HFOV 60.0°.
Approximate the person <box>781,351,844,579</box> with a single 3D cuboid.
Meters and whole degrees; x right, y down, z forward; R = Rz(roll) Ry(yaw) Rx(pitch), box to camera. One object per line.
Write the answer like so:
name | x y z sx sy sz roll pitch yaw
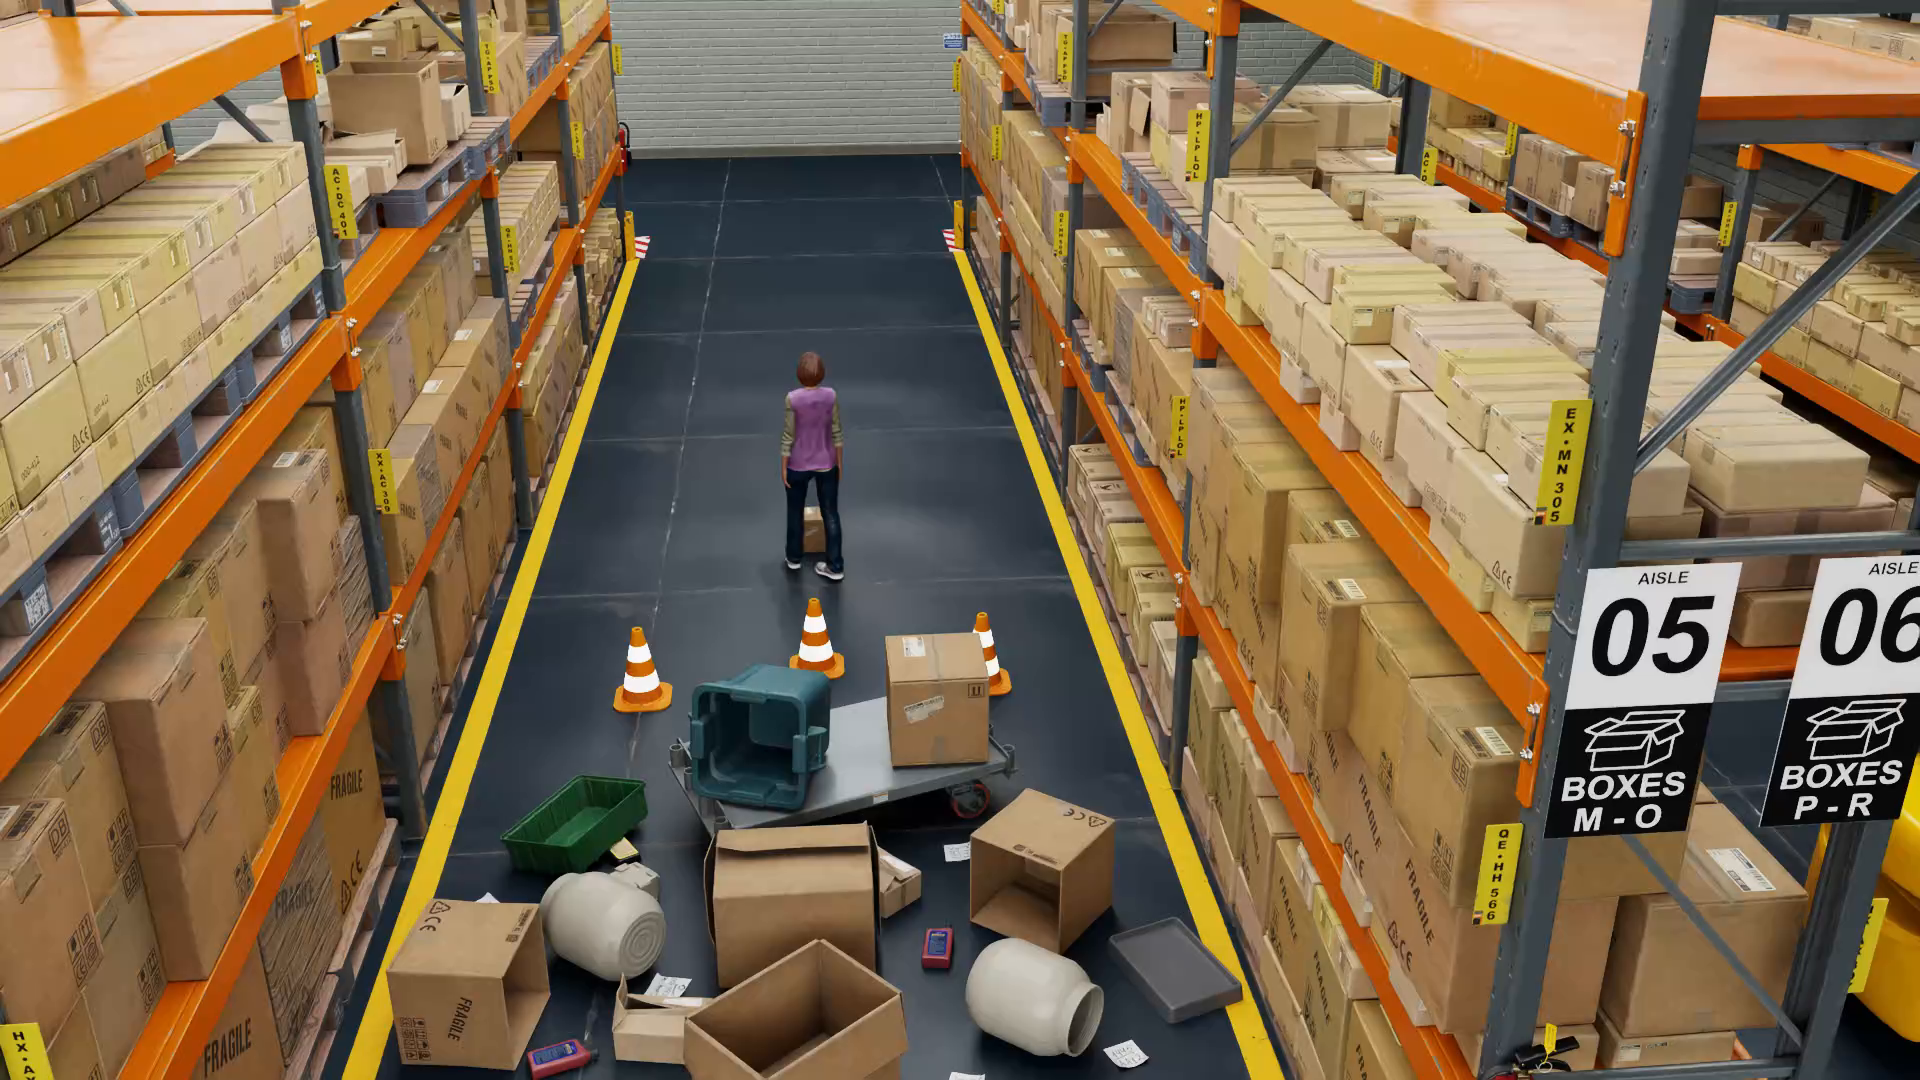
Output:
person | -1.016 -0.522 11.273 0.430 1.598 0.560 -7 25 -16
